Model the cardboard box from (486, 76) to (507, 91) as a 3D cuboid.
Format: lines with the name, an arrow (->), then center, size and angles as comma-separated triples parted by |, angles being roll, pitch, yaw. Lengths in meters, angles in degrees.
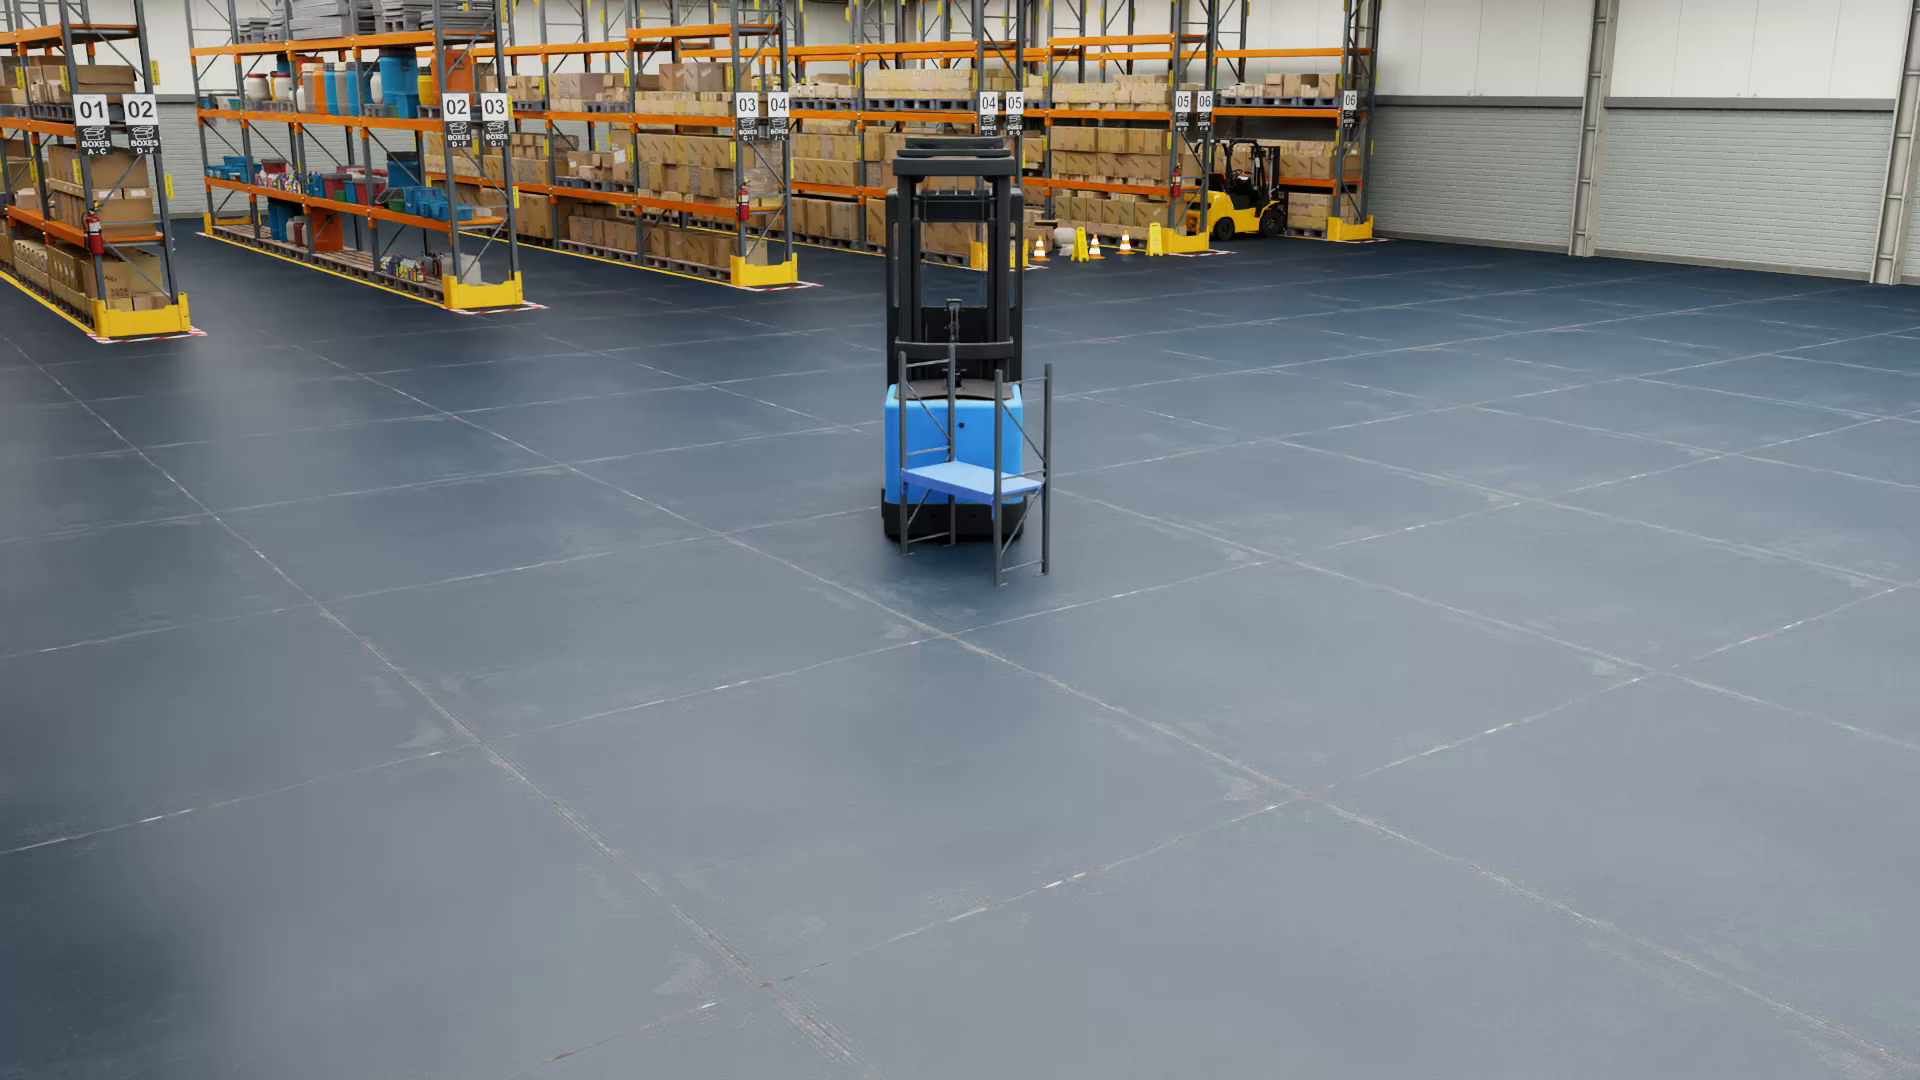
cardboard box -> -10.047, -10.009, 36.797 | 0.700, 0.500, 0.500 | -10, 18, -33

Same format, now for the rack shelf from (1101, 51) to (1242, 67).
rack shelf -> 5.160, -11.816, 40.822 | 1.077, 0.370, 4.000 | -11, 19, -35

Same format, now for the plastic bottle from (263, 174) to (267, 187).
plastic bottle -> -14.177, -7.338, 33.948 | 0.097, 0.271, 0.097 | 0, 15, 0

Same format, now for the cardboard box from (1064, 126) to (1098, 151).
cardboard box -> 2.689, -8.698, 36.026 | 0.700, 0.500, 0.500 | -11, 19, -34

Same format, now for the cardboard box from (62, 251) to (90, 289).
cardboard box -> -12.805, -3.959, 24.352 | 0.500, 0.500, 0.500 | -11, 19, -35

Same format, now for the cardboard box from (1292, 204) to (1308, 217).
cardboard box -> 7.863, -7.463, 37.626 | 0.500, 0.250, 0.500 | -11, 19, -35

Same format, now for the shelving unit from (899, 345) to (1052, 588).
shelving unit -> 0.096, -0.541, 11.713 | 0.538, 1.500, 1.048 | -13, 20, -39

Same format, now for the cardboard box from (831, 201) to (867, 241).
cardboard box -> -2.059, -6.710, 34.876 | 1.050, 0.750, 0.750 | -11, 19, -35

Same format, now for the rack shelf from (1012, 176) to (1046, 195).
rack shelf -> 1.148, -8.344, 38.743 | 1.077, 0.370, 4.000 | -11, 19, -35

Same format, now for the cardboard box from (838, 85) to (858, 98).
cardboard box -> -2.166, -9.225, 34.217 | 0.500, 0.250, 0.500 | -11, 19, -34

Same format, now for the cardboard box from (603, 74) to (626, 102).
cardboard box -> -6.443, -8.742, 32.160 | 0.797, 0.503, 0.637 | -10, 18, -32

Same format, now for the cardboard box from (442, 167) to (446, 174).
cardboard box -> -12.048, -8.766, 39.397 | 0.380, 0.149, 0.250 | -11, 19, -35

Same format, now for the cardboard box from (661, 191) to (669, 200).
cardboard box -> -5.235, -6.296, 30.372 | 0.380, 0.149, 0.250 | -11, 19, -35

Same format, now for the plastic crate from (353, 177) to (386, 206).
plastic crate -> -10.231, -6.044, 28.854 | 0.402, 0.464, 0.583 | -11, 19, -35

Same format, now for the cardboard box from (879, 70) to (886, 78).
cardboard box -> -1.382, -9.196, 32.792 | 0.380, 0.149, 0.250 | -11, 19, -35

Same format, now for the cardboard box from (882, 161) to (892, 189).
cardboard box -> -1.053, -7.355, 33.484 | 0.875, 0.550, 0.550 | -11, 19, -35

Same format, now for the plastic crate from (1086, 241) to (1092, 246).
plastic crate -> 2.583, -6.393, 35.783 | 0.583, 0.080, 0.402 | 10, 18, 33

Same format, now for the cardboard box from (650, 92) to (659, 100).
cardboard box -> -5.396, -8.067, 30.217 | 0.380, 0.149, 0.250 | -11, 19, -34

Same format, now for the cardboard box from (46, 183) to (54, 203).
cardboard box -> -14.456, -5.516, 26.859 | 0.500, 0.500, 0.500 | -9, 18, -31

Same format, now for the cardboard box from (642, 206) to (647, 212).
cardboard box -> -7.891, -8.429, 42.296 | 0.380, 0.149, 0.250 | -12, 19, -37

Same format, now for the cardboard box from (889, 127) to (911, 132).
cardboard box -> -1.431, -10.043, 41.504 | 0.500, 0.500, 0.500 | -11, 19, -35

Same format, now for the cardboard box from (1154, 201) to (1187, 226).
cardboard box -> 4.410, -6.868, 34.980 | 0.500, 0.500, 0.500 | -12, 19, -36

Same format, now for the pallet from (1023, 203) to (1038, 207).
pallet -> 2.141, -9.231, 45.902 | 1.003, 0.211, 1.213 | -11, 19, -35

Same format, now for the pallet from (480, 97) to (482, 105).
pallet -> -10.869, -10.014, 37.969 | 1.003, 0.211, 1.213 | -11, 19, -35

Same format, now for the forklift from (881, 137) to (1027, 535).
forklift -> -0.044, -1.785, 13.545 | 1.130, 2.935, 3.031 | 0, 15, 0

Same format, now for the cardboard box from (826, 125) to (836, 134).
cardboard box -> -3.173, -10.670, 43.796 | 0.500, 0.500, 0.500 | -11, 19, -35

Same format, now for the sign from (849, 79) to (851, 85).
sign -> -2.828, -11.620, 42.538 | 0.100, 0.325, 0.005 | -11, 19, -35

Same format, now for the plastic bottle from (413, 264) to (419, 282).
plastic bottle -> -8.865, -4.351, 27.103 | 0.061, 0.283, 0.133 | -10, 18, -33

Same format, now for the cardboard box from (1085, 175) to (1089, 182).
cardboard box -> 2.920, -7.818, 35.932 | 0.380, 0.149, 0.250 | -11, 19, -35

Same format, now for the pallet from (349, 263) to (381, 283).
pallet -> -10.192, -4.774, 29.617 | 1.003, 0.211, 1.213 | -11, 19, -35

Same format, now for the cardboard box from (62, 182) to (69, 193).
cardboard box -> -12.945, -5.188, 24.431 | 0.380, 0.149, 0.250 | -12, 19, -36

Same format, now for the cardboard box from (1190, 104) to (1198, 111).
cardboard box -> 4.743, -8.857, 34.047 | 0.380, 0.149, 0.250 | -11, 19, -34

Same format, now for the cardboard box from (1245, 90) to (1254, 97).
cardboard box -> 6.806, -10.304, 38.352 | 0.380, 0.149, 0.250 | -10, 18, -33

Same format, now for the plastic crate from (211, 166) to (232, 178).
plastic crate -> -16.489, -8.223, 37.142 | 0.416, 0.233, 0.300 | -11, 19, -35

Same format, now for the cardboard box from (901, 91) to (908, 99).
cardboard box -> -0.932, -8.648, 32.301 | 0.380, 0.149, 0.250 | -11, 19, -34

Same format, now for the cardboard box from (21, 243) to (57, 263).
cardboard box -> -15.375, -4.812, 27.827 | 0.500, 0.311, 0.500 | -11, 19, -36

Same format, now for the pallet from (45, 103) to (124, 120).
pallet -> -12.472, -6.155, 23.866 | 1.003, 0.211, 1.213 | -11, 19, -35

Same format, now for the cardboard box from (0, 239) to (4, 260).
cardboard box -> -17.417, -5.434, 30.651 | 0.500, 0.500, 0.500 | -12, 19, -37

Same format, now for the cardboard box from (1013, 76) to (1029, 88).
cardboard box -> 1.262, -10.400, 37.753 | 0.500, 0.250, 0.500 | -10, 18, -34

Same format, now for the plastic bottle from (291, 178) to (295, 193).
plastic bottle -> -12.937, -6.887, 32.302 | 0.097, 0.271, 0.097 | 0, 15, 0

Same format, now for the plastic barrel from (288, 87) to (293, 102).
plastic barrel -> -12.800, -8.600, 32.099 | 0.301, 0.262, 0.301 | 0, 15, 0

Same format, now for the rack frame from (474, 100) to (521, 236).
rack frame -> -10.396, -8.434, 37.709 | 1.000, 3.000, 0.127 | -11, 19, -35

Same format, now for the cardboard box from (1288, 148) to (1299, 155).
cardboard box -> 7.649, -8.792, 37.599 | 0.380, 0.149, 0.250 | -12, 19, -36

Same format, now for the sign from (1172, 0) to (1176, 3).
sign -> 4.215, -10.748, 32.732 | 0.100, 0.325, 0.005 | -11, 19, -35

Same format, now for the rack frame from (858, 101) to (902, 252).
rack frame -> -1.621, -7.474, 34.201 | 1.000, 3.000, 0.127 | -11, 19, -35

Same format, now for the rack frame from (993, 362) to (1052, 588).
rack frame -> 0.428, -0.440, 11.342 | 0.500, 1.500, 0.032 | -13, 20, -39

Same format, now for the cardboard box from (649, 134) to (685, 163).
cardboard box -> -5.338, -7.158, 30.398 | 0.500, 0.500, 0.500 | -11, 19, -35

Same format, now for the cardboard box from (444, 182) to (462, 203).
cardboard box -> -11.772, -8.147, 39.891 | 0.875, 0.875, 0.875 | -11, 19, -35

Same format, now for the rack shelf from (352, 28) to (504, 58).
rack shelf -> -8.523, -7.884, 26.454 | 1.077, 0.370, 4.000 | -11, 19, -35

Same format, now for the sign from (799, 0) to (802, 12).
sign -> -3.526, -11.836, 36.704 | 0.100, 0.325, 0.005 | -11, 19, -35

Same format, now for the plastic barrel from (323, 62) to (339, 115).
plastic barrel -> -10.942, -8.000, 29.491 | 0.600, 0.901, 0.708 | -11, 19, -35

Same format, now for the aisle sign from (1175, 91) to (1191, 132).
aisle sign -> 4.477, -8.605, 33.411 | 0.394, 0.787, 0.004 | -11, 19, -35

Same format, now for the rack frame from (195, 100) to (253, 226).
rack frame -> -16.754, -8.519, 38.021 | 1.000, 3.000, 0.127 | -11, 19, -35

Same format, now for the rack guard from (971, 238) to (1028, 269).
rack guard -> 0.745, -5.409, 31.392 | 1.175, 0.500, 0.348 | -11, 19, -35

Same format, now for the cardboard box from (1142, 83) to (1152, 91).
cardboard box -> 3.952, -9.259, 34.007 | 0.380, 0.149, 0.250 | -11, 19, -35
